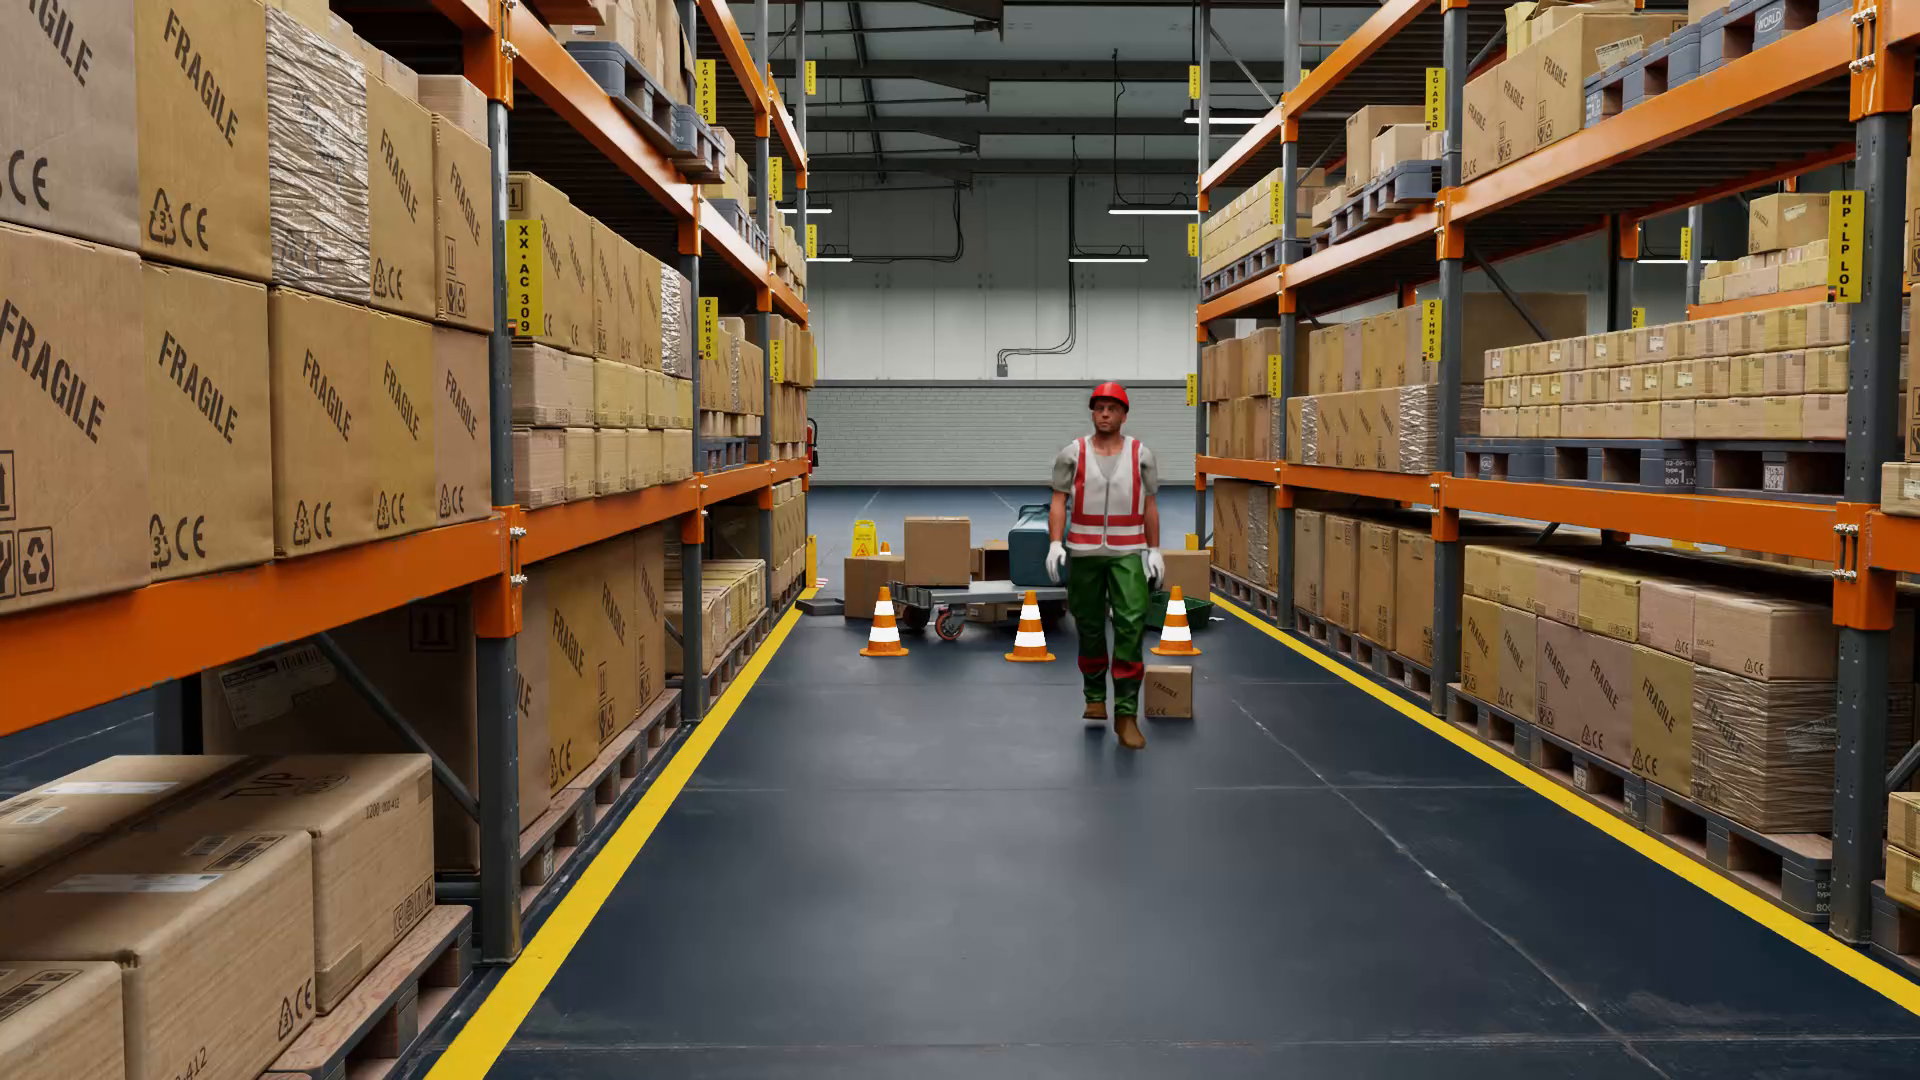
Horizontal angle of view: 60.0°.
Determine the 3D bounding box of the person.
[{"bbox_3d":[0.737,0.104,8.422,0.593,1.813,0.799,1,4,8],"label":"person"}]
